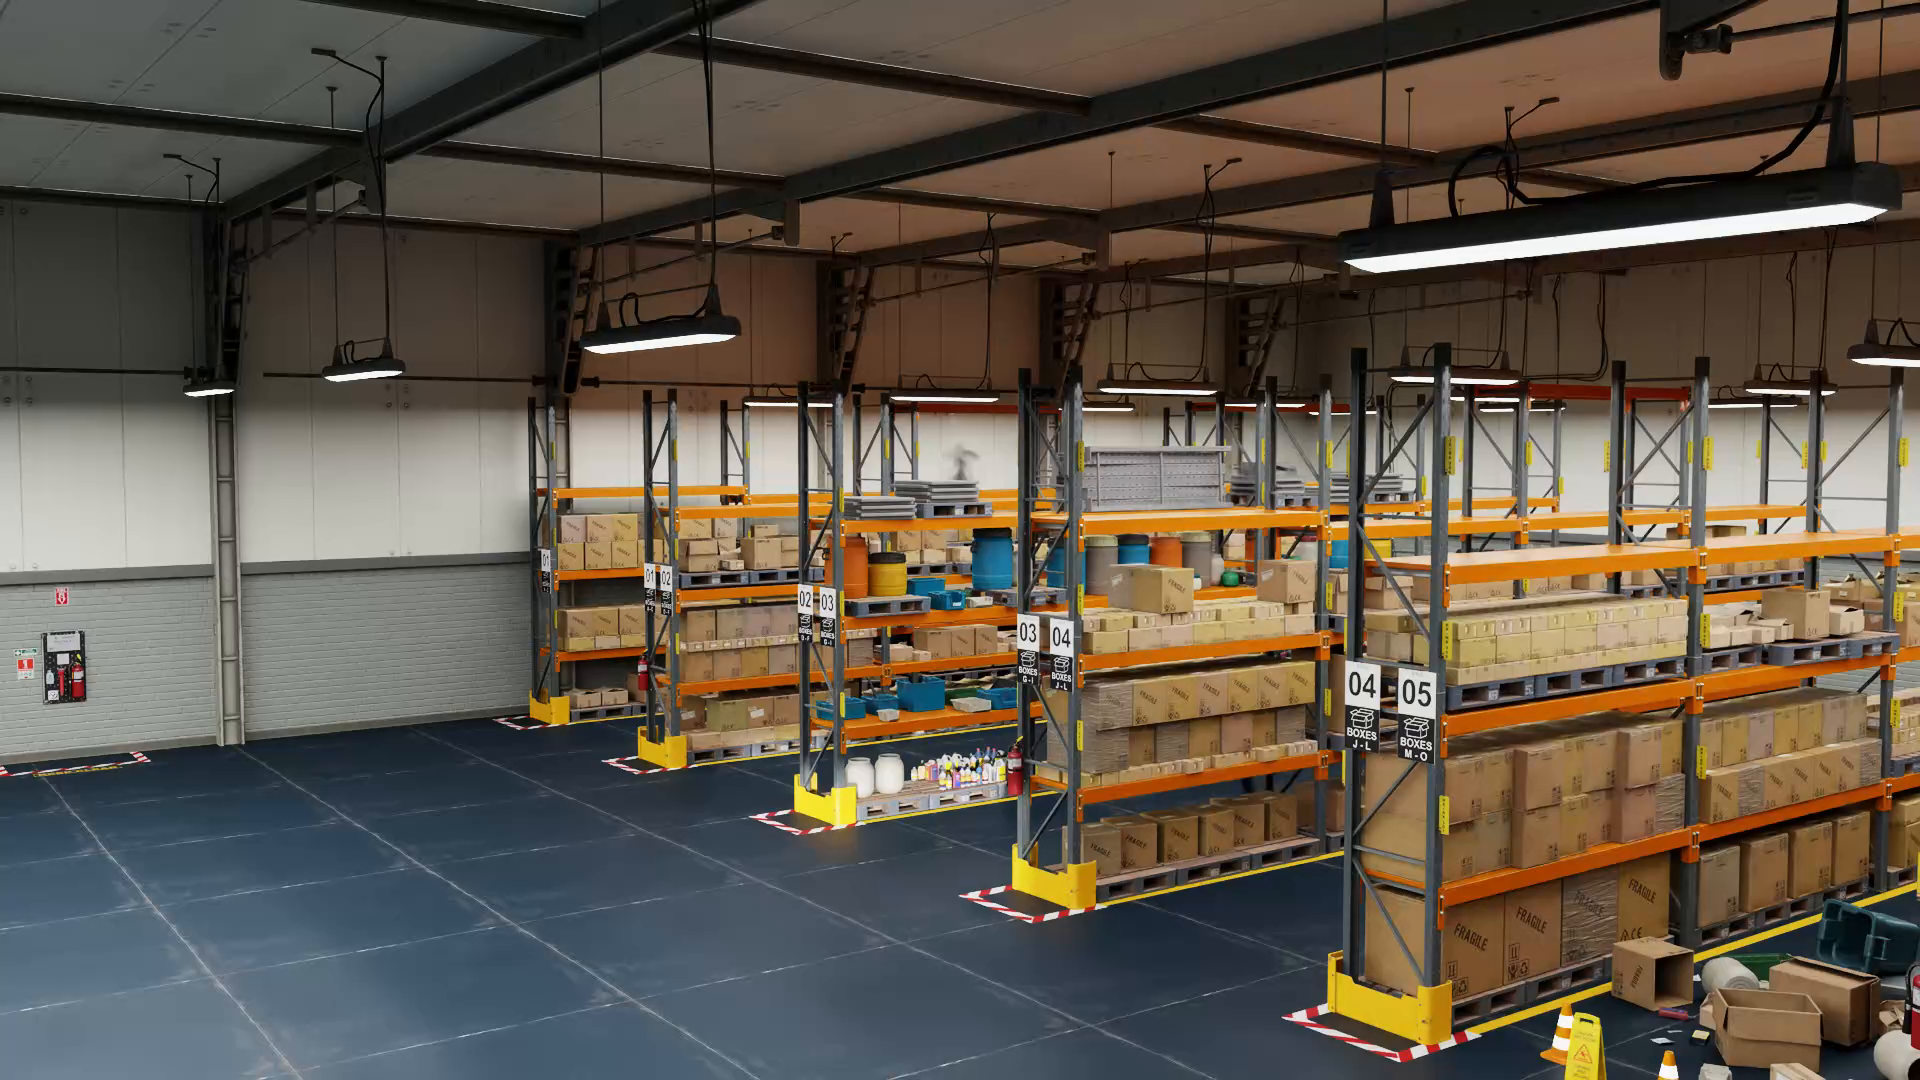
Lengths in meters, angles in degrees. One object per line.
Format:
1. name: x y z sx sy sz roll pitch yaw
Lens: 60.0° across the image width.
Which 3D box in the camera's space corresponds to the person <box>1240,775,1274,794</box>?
1. person: 4.112 3.011 22.955 0.700 1.621 0.530 -2 4 -36
